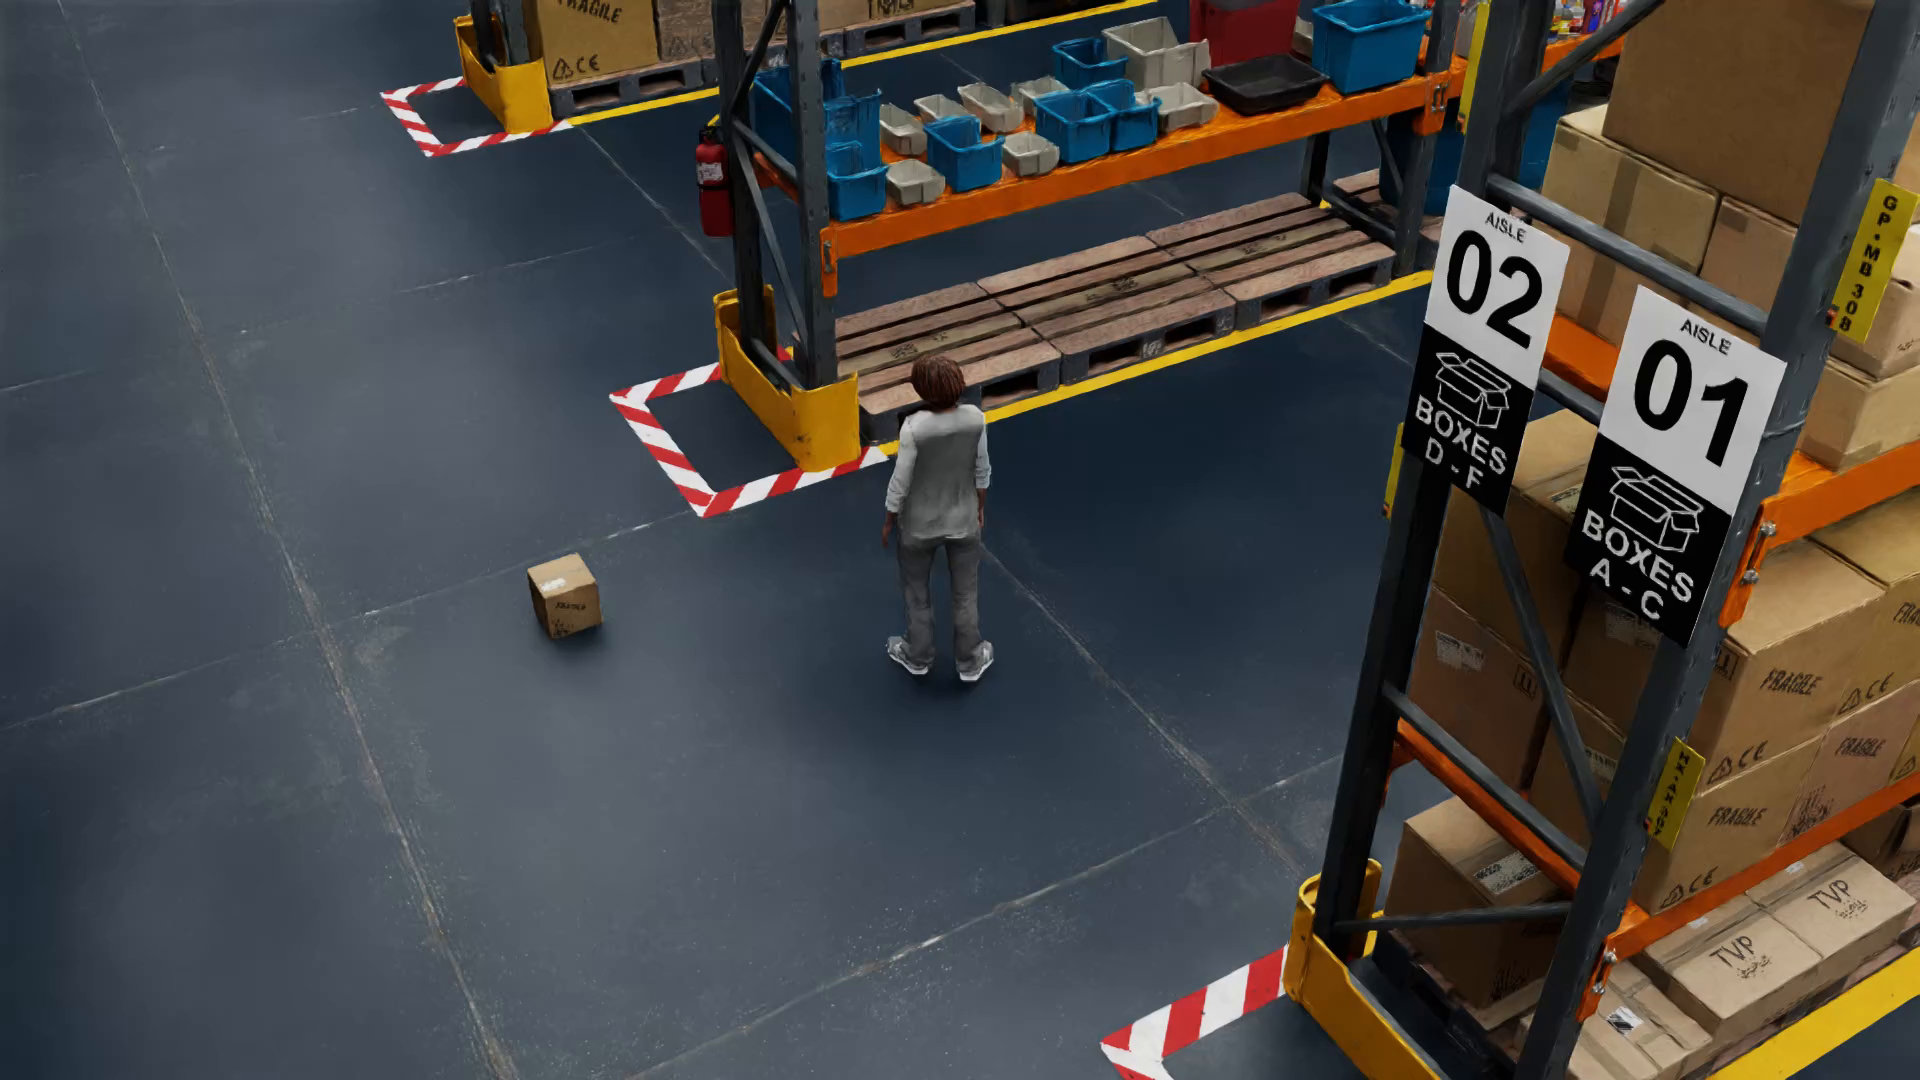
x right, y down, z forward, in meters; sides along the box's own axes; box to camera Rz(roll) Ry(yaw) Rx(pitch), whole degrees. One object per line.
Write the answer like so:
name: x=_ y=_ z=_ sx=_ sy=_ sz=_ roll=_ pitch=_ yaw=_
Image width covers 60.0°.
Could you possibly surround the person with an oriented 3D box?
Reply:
person: x=-0.085 y=-0.079 z=6.997 sx=0.499 sy=1.599 sz=0.378 roll=-10 pitch=38 yaw=-13
